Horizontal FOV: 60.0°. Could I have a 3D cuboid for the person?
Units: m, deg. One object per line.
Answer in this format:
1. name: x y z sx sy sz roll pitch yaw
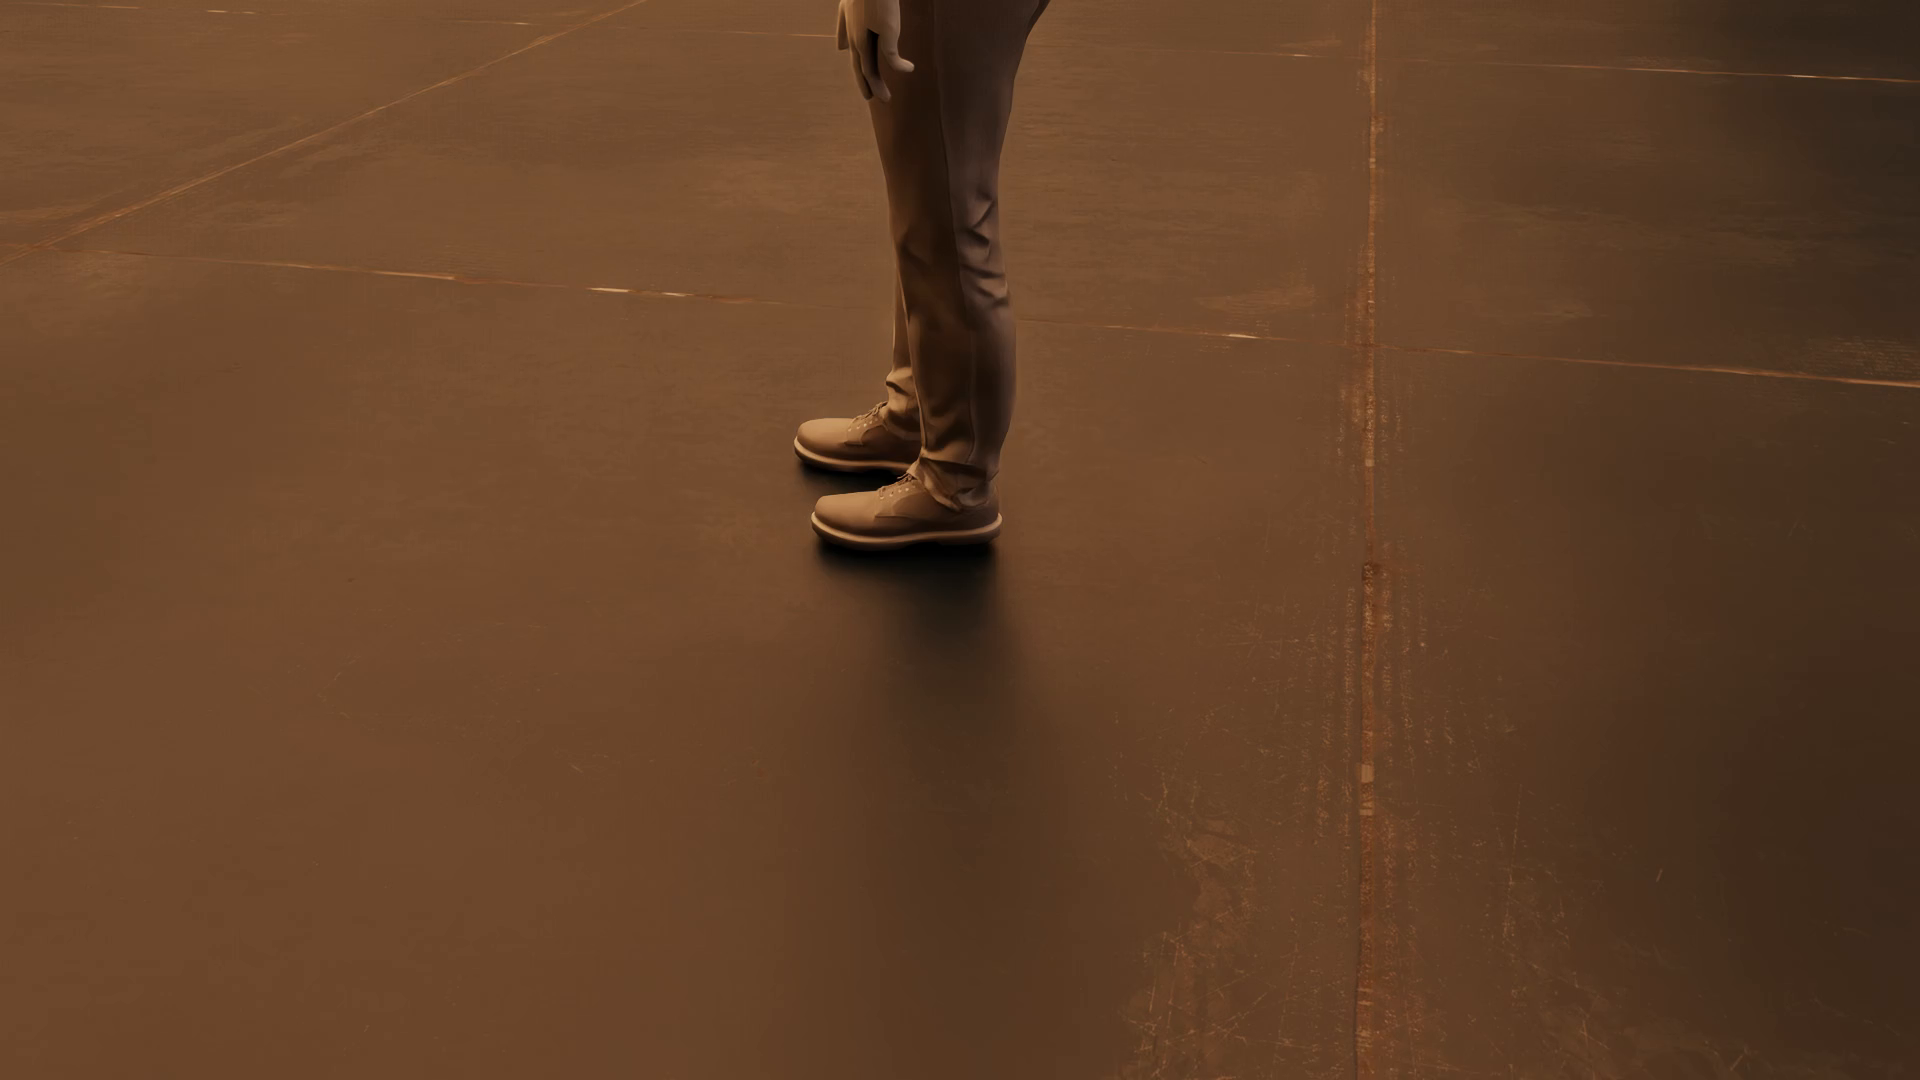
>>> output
1. person: -0.066 -0.773 2.135 0.530 1.694 0.586 6 27 11
